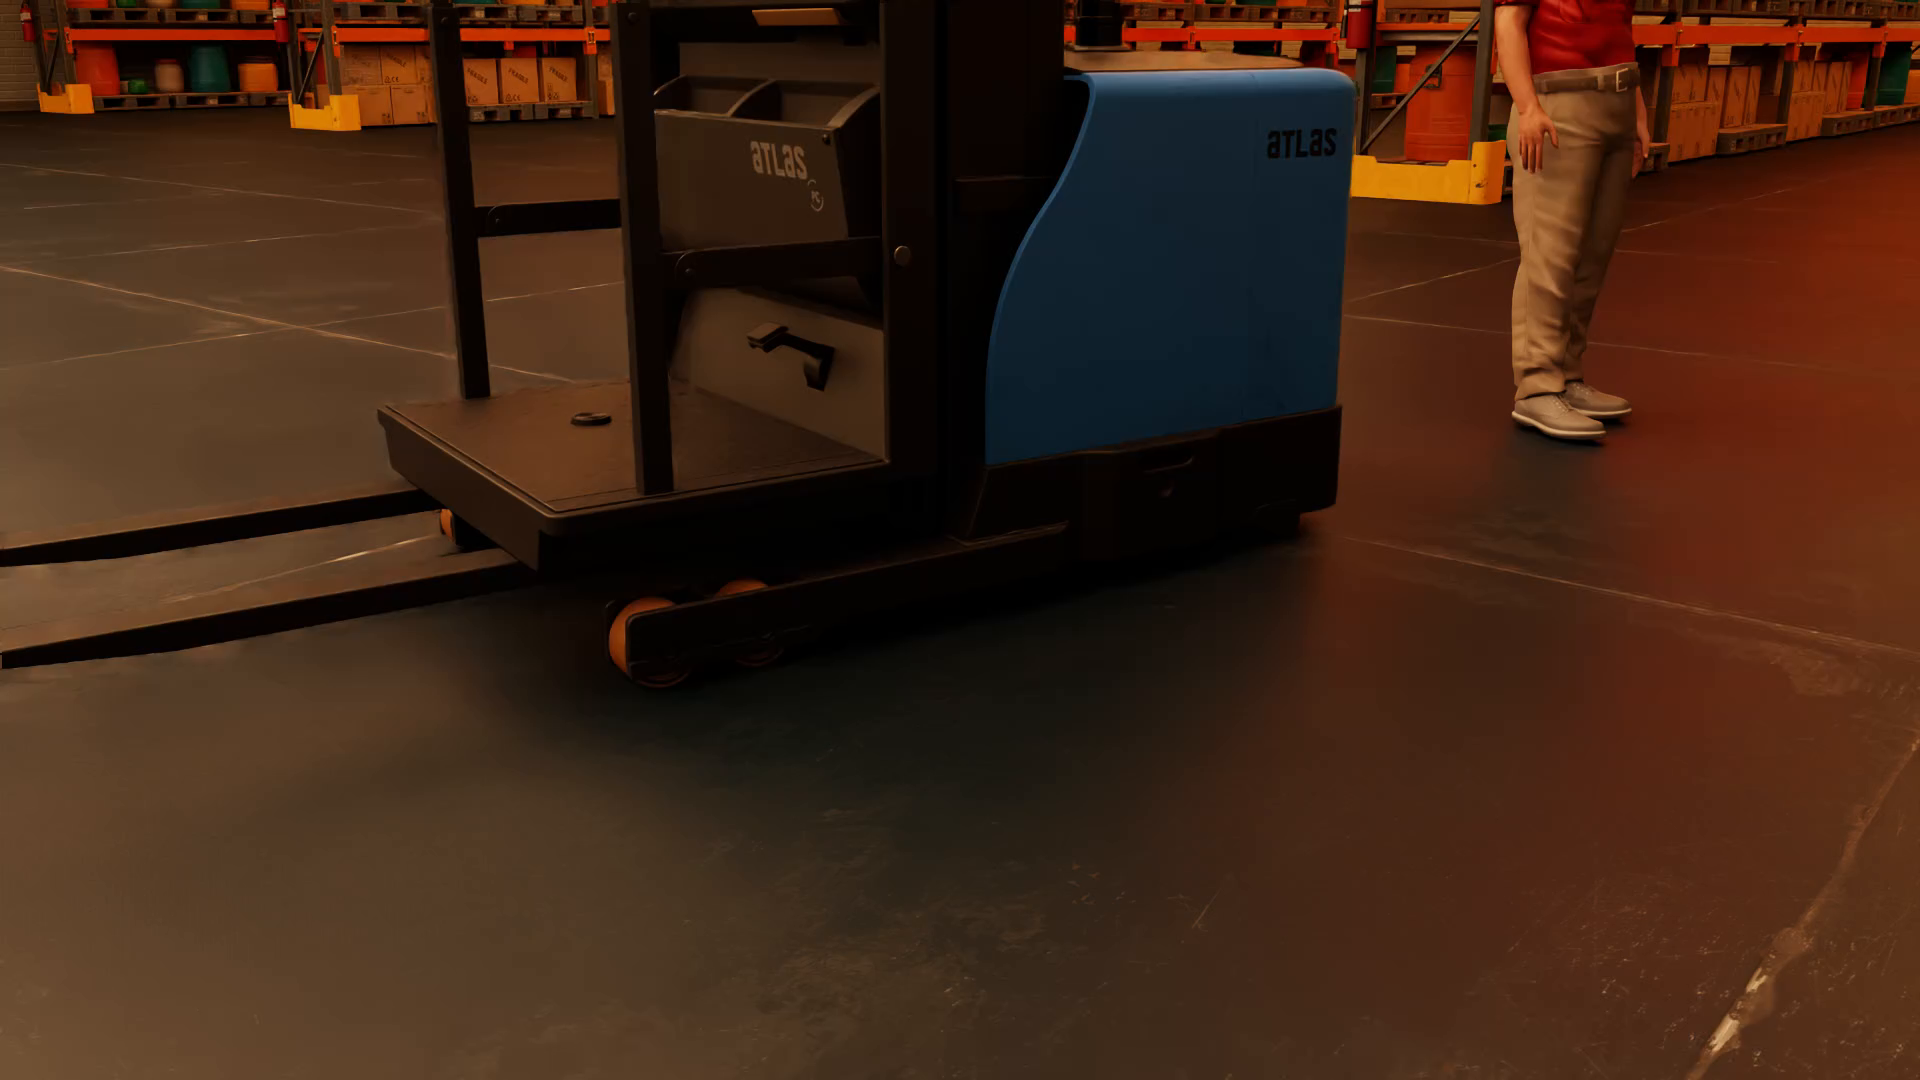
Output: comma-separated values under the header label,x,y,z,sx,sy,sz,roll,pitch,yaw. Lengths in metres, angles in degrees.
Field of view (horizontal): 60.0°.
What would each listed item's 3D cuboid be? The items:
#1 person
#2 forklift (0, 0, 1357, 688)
label,x,y,z,sx,sy,sz,roll,pitch,yaw
person,1.907,-1.217,4.951,0.638,1.727,0.552,-12,21,-35
forklift,-0.602,-1.305,3.196,3.031,2.935,1.130,-11,20,-32
